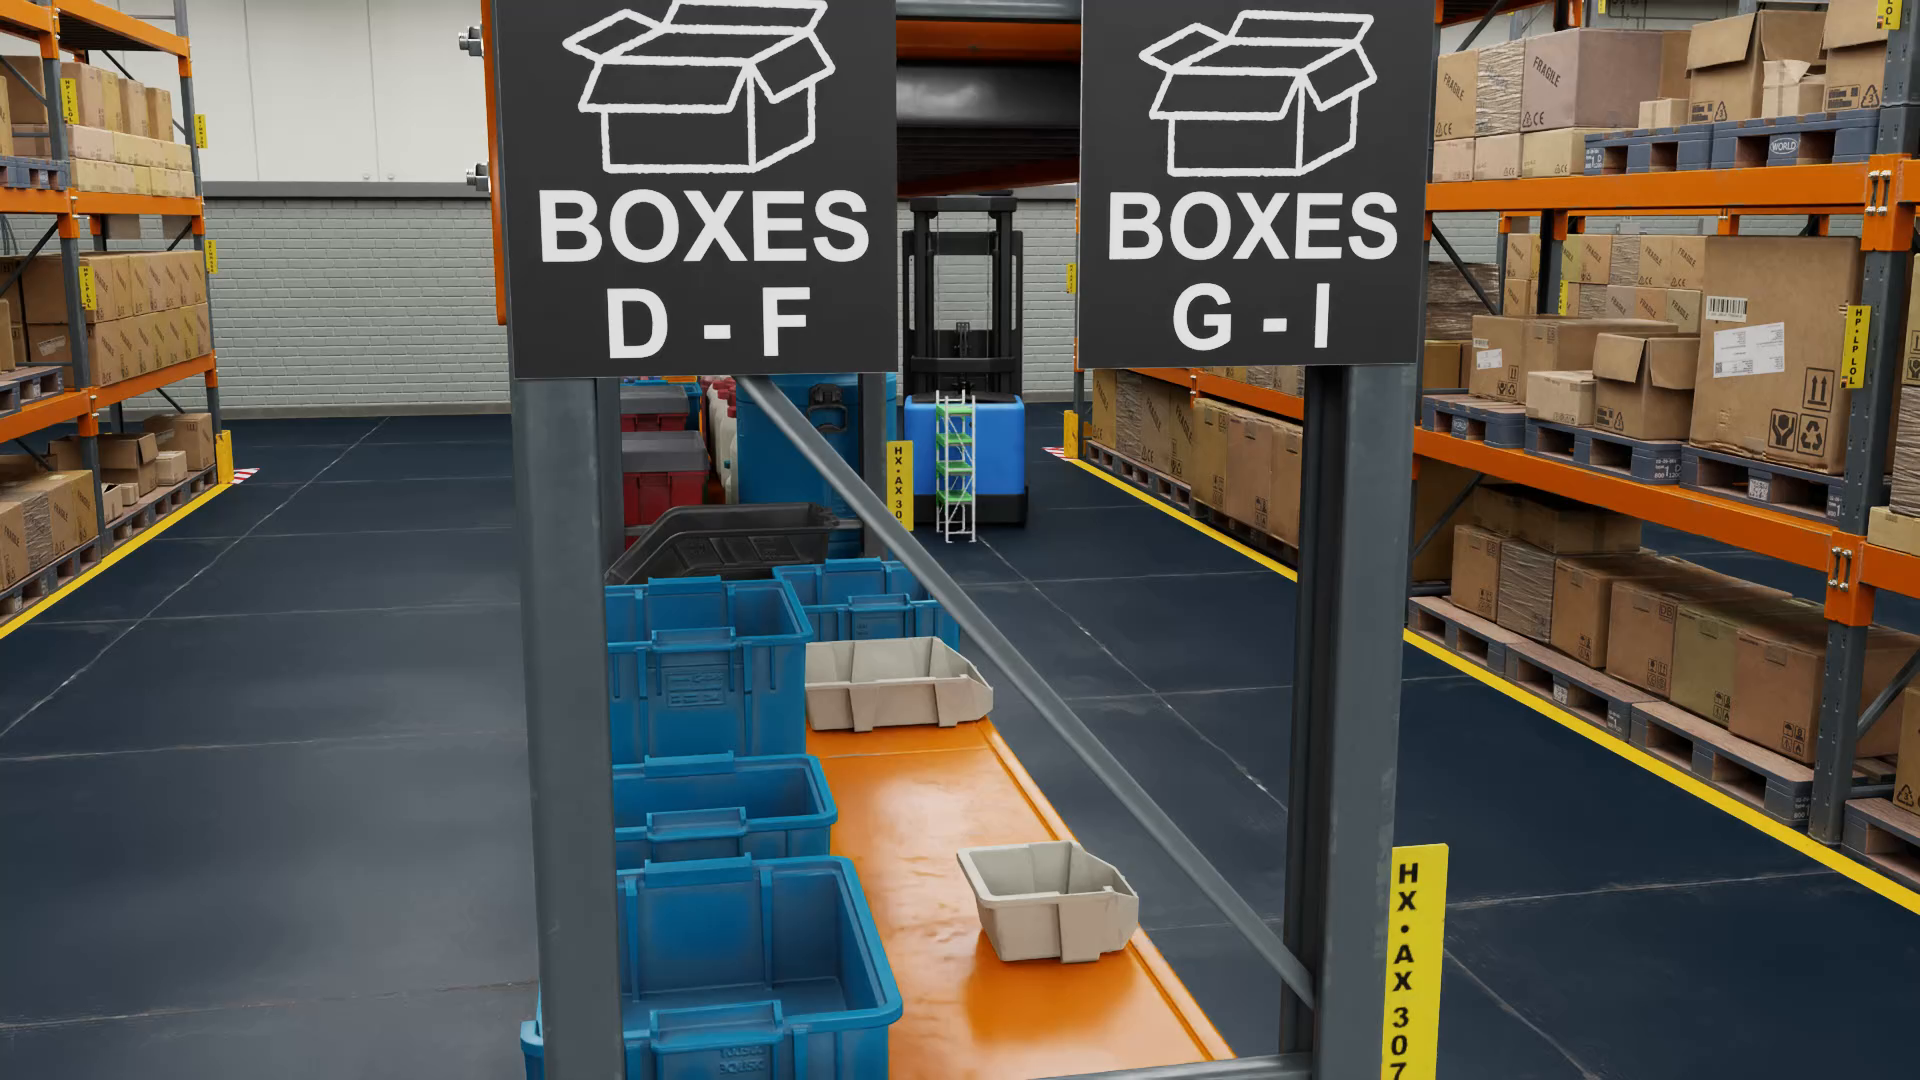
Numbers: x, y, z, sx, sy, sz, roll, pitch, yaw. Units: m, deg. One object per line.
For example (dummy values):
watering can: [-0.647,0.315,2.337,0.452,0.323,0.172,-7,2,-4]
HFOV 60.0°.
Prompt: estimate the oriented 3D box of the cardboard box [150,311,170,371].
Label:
cardboard box: [-7.305,-1.757,14.638,0.500,0.500,0.500,-2,11,-12]

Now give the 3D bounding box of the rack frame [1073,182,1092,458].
rack frame: [1.765,-2.419,18.383,1.000,3.000,0.127,-2,11,-11]

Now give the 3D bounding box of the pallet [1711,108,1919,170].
pallet: [4.084,-1.716,7.172,1.213,0.211,1.003,-2,11,-11]

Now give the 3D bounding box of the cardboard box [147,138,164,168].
cardboard box: [-7.412,-3.436,14.770,0.500,0.250,0.500,-2,11,-11]

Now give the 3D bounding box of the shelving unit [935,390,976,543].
shelving unit: [-0.038,-0.612,13.702,0.258,1.200,0.503,-2,11,-9]

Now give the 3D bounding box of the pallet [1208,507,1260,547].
pallet: [2.767,-0.177,14.060,1.003,0.211,1.213,-2,11,-11]

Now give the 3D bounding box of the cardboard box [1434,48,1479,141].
cardboard box: [3.160,-2.624,9.836,0.500,0.500,0.500,-2,11,-10]

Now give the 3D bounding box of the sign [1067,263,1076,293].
sign: [1.220,-2.864,18.194,0.100,0.325,0.005,-2,11,-11]

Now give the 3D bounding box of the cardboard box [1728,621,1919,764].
cardboard box: [4.001,0.680,7.608,0.700,0.500,0.500,-3,11,-15]

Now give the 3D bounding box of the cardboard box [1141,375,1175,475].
cardboard box: [2.318,-1.137,16.207,0.875,0.875,0.875,-2,11,-11]

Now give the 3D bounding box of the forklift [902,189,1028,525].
forklift: [0.019,-1.799,15.307,1.130,2.935,3.031,0,11,-1]

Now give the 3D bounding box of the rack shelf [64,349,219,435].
rack shelf: [-7.564,-1.339,14.634,1.077,0.370,4.000,-2,11,-11]

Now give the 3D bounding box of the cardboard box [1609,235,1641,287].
cardboard box: [6.880,-2.799,16.643,0.500,0.500,0.500,-2,11,-10]

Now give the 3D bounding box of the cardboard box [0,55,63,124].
cardboard box: [-7.307,-3.427,12.717,0.700,0.500,0.500,-2,11,-11]

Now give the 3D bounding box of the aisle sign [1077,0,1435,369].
aisle sign: [0.320,-0.579,1.763,0.394,0.787,0.004,-2,11,-11]

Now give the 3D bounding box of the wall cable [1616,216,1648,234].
wall cable: [10.366,-4.327,25.608,0.585,1.953,0.123,-2,11,-11]

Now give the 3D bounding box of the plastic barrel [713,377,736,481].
plastic barrel: [-0.957,-0.502,7.948,0.433,0.535,0.433,0,11,0]

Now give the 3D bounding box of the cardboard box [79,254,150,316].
cardboard box: [-7.191,-2.152,14.037,0.500,0.500,0.500,-2,11,-13]

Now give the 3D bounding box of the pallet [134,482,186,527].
pallet: [-7.548,-0.306,14.740,1.003,0.211,1.213,-2,11,-11]

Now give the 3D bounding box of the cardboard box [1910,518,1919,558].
cardboard box: [3.882,0.002,6.335,0.380,0.149,0.250,-2,11,-11]

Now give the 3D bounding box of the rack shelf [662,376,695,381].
rack shelf: [-2.704,-1.519,15.577,1.077,0.370,4.000,-2,11,-11]

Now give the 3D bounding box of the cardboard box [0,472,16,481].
cardboard box: [-7.320,-0.216,12.319,0.500,0.500,0.500,-3,11,-14]

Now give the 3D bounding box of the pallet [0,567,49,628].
pallet: [-6.739,0.416,10.946,1.003,0.211,1.213,-2,11,-11]

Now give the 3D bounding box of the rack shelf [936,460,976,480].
rack shelf: [-0.038,-0.549,13.714,0.258,0.148,0.480,-2,11,-9]

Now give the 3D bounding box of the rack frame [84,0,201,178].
rack frame: [-7.953,-5.006,15.933,1.000,3.000,0.127,-2,11,-11]

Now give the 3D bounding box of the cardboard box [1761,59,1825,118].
cardboard box: [3.818,-2.001,7.399,0.396,0.266,0.258,-2,11,-9]

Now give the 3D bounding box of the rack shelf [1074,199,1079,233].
rack shelf: [2.154,-3.172,16.243,1.077,0.370,4.000,-2,11,-11]

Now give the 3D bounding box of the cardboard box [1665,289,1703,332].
cardboard box: [7.057,-2.121,15.754,0.500,0.500,0.500,-2,11,-11]

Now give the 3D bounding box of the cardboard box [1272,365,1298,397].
cardboard box: [2.689,-1.362,12.565,0.500,0.500,0.500,-2,11,-10]

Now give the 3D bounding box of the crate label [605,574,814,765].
crate label: [-0.605,0.351,3.738,0.502,0.435,0.616,-2,11,-11]

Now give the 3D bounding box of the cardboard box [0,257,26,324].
cardboard box: [-7.527,-1.949,12.974,0.500,0.500,0.500,-2,11,-11]

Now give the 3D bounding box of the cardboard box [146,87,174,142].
cardboard box: [-7.837,-3.980,15.619,0.700,0.500,0.500,-2,11,-11]

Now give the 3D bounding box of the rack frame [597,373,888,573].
rack frame: [-0.759,-0.038,5.873,1.000,3.000,0.127,-2,11,-11]

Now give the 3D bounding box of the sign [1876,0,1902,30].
sign: [3.555,-2.118,6.345,0.100,0.325,0.005,-2,11,-11]

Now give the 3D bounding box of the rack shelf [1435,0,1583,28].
rack shelf: [3.710,-2.982,8.291,1.077,0.370,4.000,-2,11,-11]

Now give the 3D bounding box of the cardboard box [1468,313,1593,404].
cardboard box: [3.465,-1.110,10.113,0.500,0.500,0.500,-4,11,-18]

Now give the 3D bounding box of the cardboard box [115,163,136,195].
cardboard box: [-7.216,-3.007,13.854,0.500,0.250,0.500,-2,11,-11]

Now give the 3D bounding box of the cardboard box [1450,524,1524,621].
cardboard box: [3.471,0.182,10.225,0.700,0.500,0.500,-3,11,-14]

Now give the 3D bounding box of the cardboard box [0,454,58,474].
cardboard box: [-7.564,-0.408,13.327,0.500,0.500,0.500,-2,11,-11]

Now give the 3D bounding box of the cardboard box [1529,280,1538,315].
cardboard box: [6.596,-2.586,18.200,0.500,0.500,0.500,-2,11,-11]

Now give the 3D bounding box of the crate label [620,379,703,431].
crate label: [-1.609,-0.597,8.716,0.502,0.435,0.616,-2,11,-11]

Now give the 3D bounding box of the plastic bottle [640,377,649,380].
plastic bottle: [-2.151,-1.022,11.354,0.061,0.283,0.133,-2,11,-11]

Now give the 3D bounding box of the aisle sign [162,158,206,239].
aisle sign: [-7.665,-3.360,16.375,0.394,0.787,0.004,-2,11,-11]

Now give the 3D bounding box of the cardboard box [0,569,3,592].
cardboard box: [-6.405,0.138,10.459,0.500,0.500,0.500,-2,11,-12]

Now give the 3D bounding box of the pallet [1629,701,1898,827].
pallet: [3.946,1.009,7.830,1.003,0.211,1.213,-2,11,-11]

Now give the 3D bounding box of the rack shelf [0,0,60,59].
rack shelf: [-6.786,-3.356,10.256,1.077,0.370,4.000,-2,11,-11]

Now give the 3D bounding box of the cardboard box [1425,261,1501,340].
cardboard box: [3.195,-1.628,11.279,0.797,0.503,0.637,-2,11,-9]

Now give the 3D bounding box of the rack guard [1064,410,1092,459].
rack guard: [1.761,-1.195,18.640,1.175,0.500,0.348,-2,11,-11]
